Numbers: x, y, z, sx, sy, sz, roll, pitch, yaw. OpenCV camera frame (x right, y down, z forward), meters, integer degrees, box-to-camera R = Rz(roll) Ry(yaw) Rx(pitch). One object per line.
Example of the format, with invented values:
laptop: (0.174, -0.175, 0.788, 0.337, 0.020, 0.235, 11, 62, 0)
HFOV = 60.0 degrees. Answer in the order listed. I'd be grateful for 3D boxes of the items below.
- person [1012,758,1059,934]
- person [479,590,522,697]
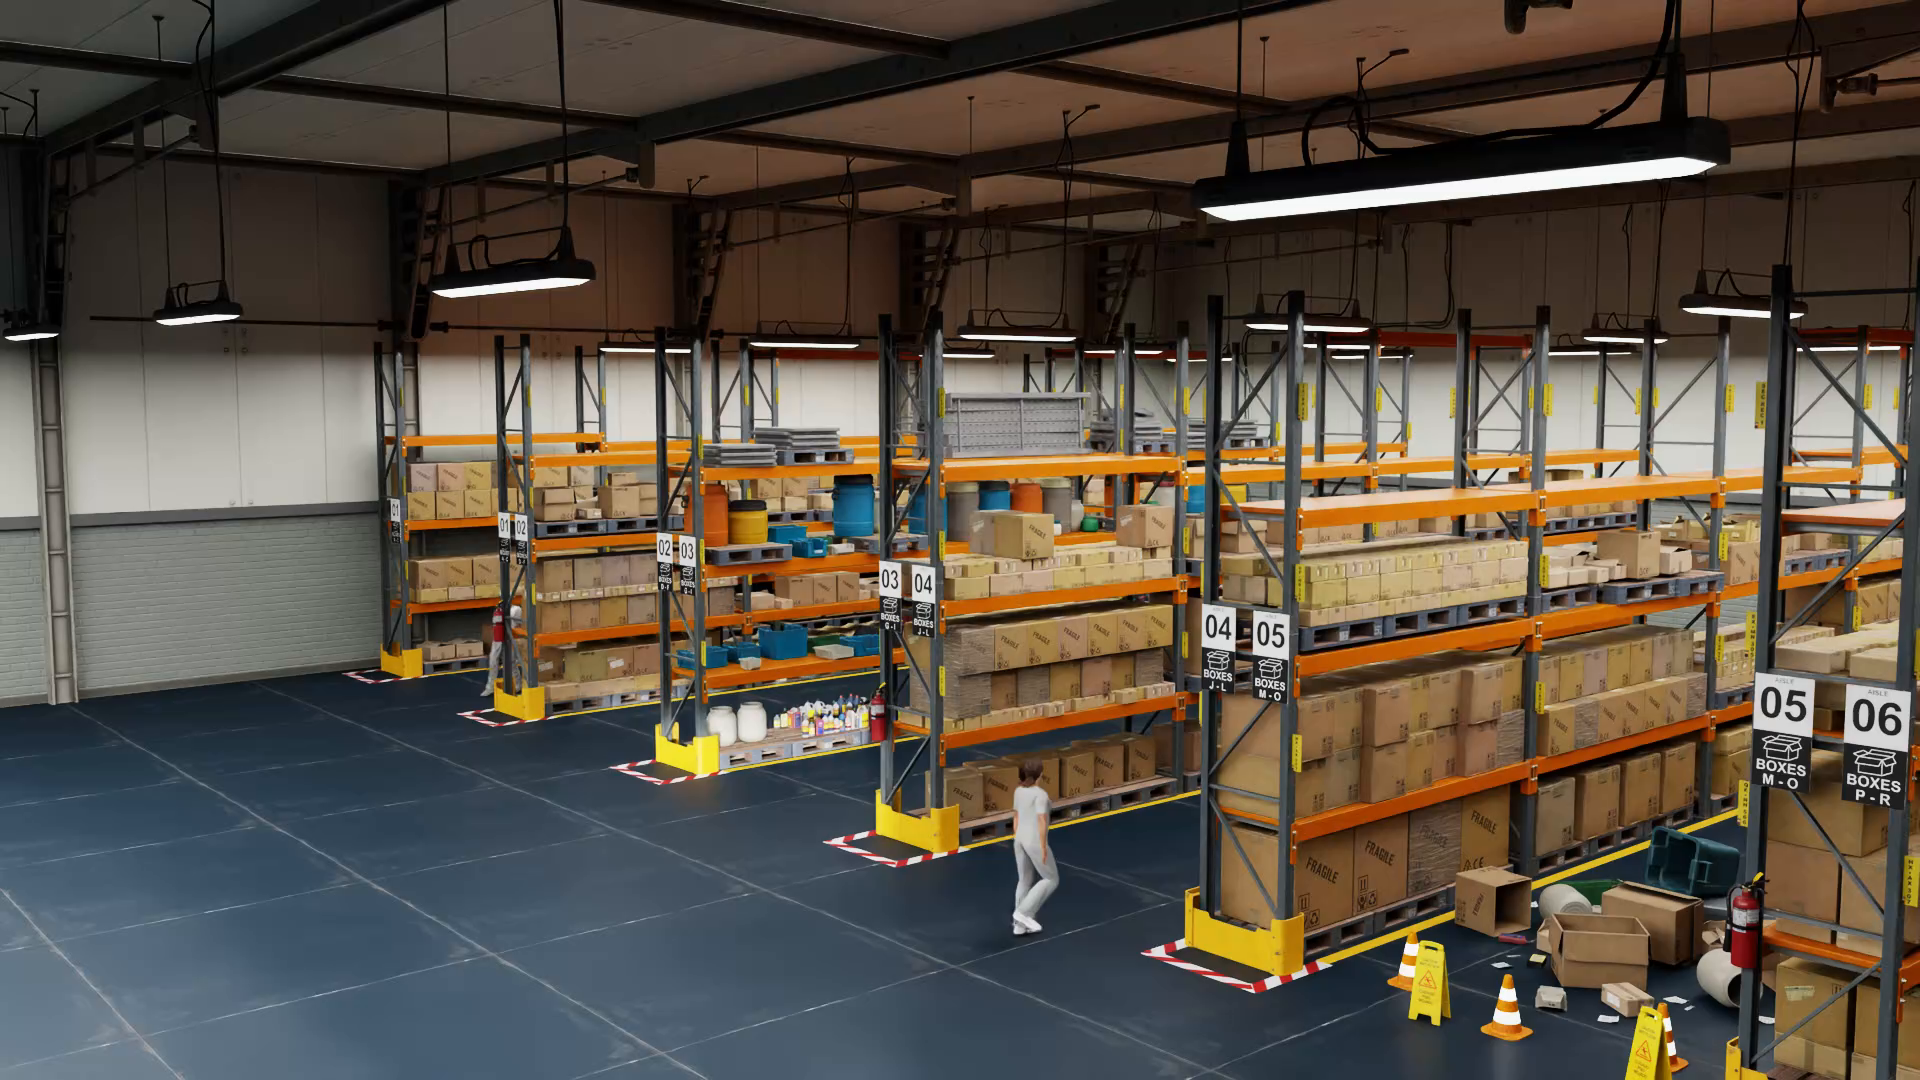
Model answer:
person: (0.658, 2.899, 15.740, 0.471, 1.660, 0.490, -3, 6, -32)
person: (-7.743, 1.741, 28.055, 0.591, 1.783, 0.777, 2, 5, 18)
